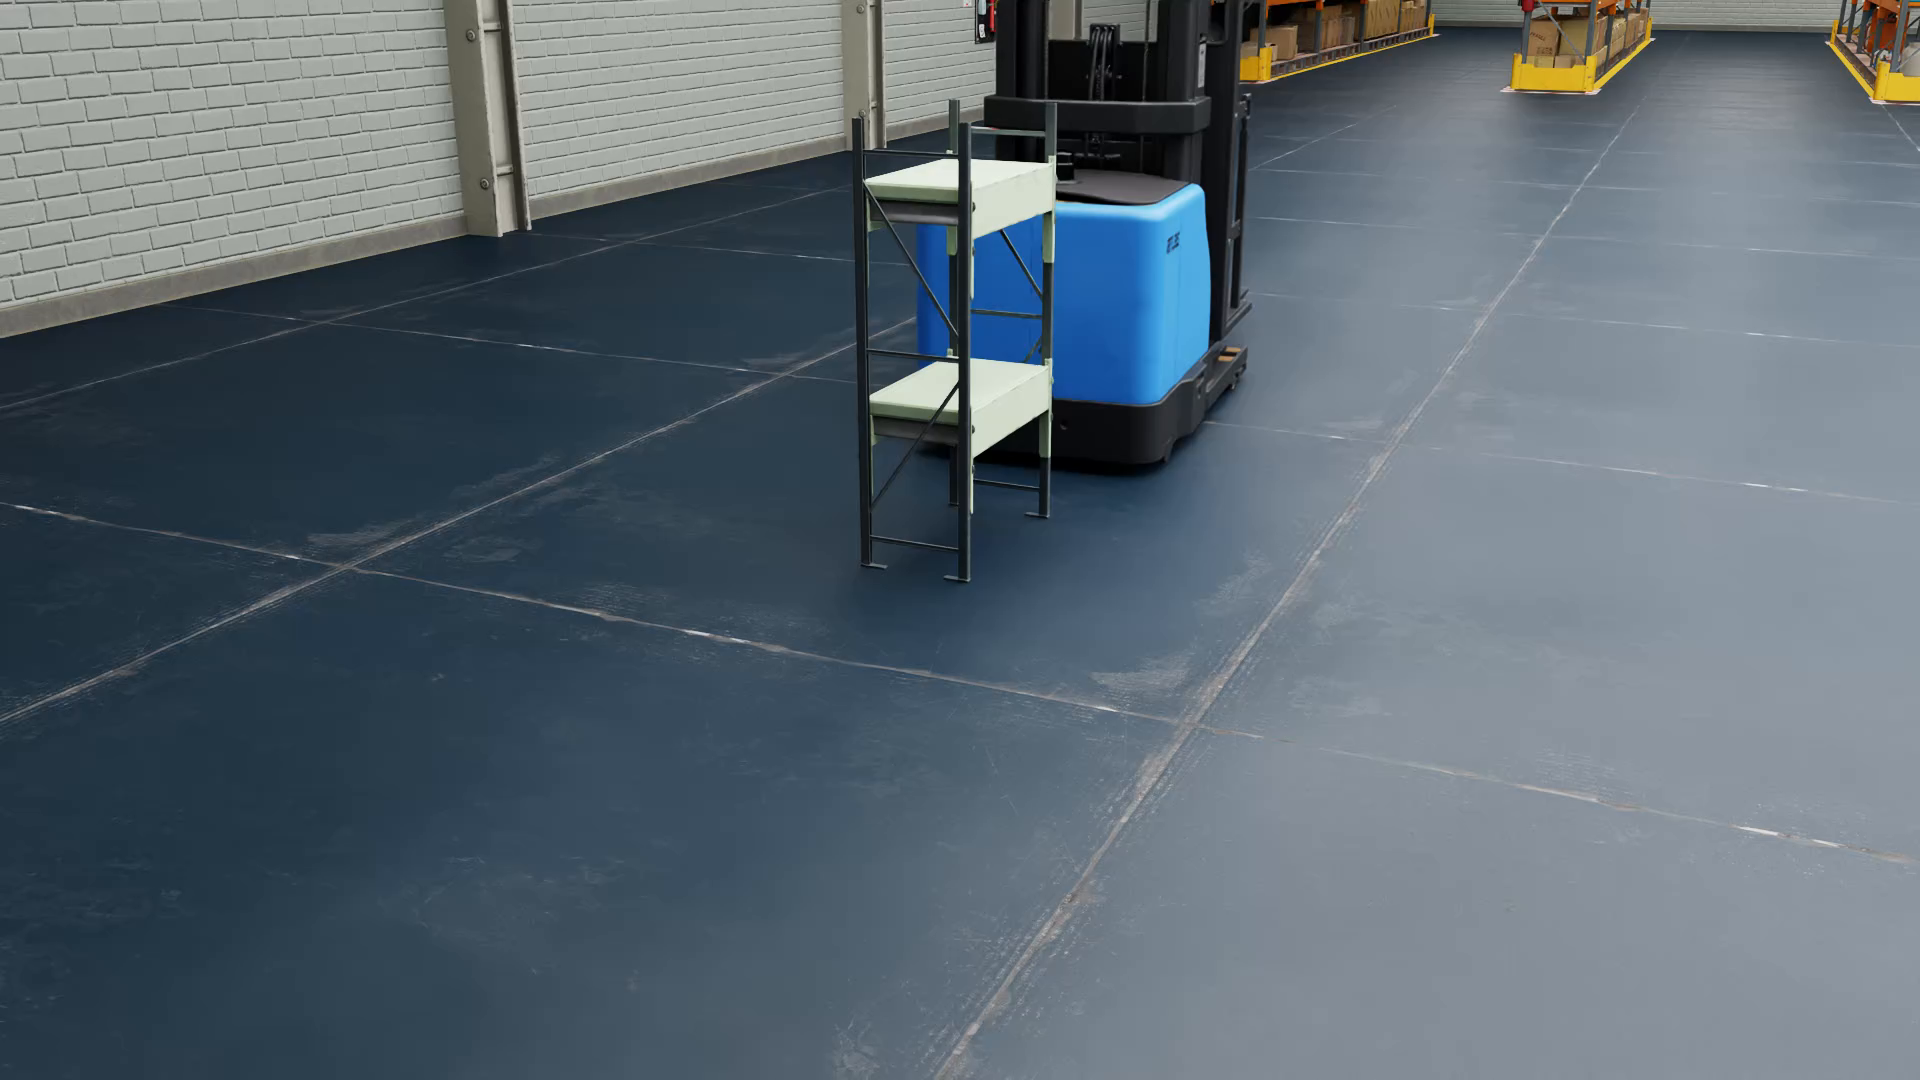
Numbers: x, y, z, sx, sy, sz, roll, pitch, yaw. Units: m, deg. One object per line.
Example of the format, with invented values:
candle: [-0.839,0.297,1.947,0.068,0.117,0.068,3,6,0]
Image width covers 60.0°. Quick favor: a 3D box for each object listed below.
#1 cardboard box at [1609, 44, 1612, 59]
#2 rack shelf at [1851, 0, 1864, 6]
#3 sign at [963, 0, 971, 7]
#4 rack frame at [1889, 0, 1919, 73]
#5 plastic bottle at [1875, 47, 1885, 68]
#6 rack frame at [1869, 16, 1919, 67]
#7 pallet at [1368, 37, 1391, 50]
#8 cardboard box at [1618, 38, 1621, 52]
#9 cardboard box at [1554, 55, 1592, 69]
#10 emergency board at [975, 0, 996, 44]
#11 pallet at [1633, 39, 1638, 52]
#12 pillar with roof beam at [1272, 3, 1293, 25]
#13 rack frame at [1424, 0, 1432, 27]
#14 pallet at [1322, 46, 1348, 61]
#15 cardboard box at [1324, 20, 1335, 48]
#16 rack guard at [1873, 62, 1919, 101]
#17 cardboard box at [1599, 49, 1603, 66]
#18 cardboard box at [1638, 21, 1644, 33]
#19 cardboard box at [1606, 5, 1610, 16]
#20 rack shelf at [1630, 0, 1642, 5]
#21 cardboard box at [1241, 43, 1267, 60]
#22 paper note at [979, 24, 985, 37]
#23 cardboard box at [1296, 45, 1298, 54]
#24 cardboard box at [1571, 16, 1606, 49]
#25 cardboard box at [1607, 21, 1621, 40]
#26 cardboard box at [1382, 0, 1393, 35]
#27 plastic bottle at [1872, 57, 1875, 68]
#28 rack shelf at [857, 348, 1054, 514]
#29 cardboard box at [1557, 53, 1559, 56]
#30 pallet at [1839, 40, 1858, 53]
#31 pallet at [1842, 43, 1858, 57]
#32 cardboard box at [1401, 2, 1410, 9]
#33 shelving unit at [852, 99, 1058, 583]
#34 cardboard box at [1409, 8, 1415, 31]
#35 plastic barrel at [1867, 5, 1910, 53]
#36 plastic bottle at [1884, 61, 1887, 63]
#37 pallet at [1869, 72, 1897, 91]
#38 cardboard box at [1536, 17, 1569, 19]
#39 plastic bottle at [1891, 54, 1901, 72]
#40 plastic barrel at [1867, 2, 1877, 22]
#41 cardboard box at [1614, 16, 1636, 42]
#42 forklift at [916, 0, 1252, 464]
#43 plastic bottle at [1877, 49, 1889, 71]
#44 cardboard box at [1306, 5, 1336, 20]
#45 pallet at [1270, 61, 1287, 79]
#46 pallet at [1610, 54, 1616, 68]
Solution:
cardboard box: [10.963,-8.433,28.682,0.500,0.250,0.500,8,21,21]
rack shelf: [17.546,-10.256,31.405,1.077,0.370,4.000,9,21,23]
sign: [0.086,-6.508,19.738,0.001,0.329,0.234,9,21,23]
rack frame: [13.451,-7.538,22.688,1.000,3.000,0.127,9,21,23]
plastic bottle: [14.303,-7.473,25.801,0.144,0.351,0.185,8,21,20]
rack frame: [15.089,-8.761,26.127,1.000,3.000,0.127,9,21,23]
pallet: [8.582,-10.631,35.548,1.003,0.211,1.213,9,21,23]
cardboard box: [11.800,-9.061,30.448,0.500,0.250,0.500,9,22,24]
cardboard box: [9.356,-7.255,25.368,0.500,0.250,0.500,9,21,23]
emergency board: [0.407,-6.646,20.179,0.194,1.169,0.643,9,21,23]
pallet: [13.549,-10.319,34.671,1.003,0.211,1.213,9,21,23]
pillar with roof beam: [10.295,-13.300,29.937,9.100,9.000,0.400,9,21,23]
rack frame: [10.965,-13.789,40.264,1.000,3.000,0.127,9,21,23]
pallet: [6.867,-9.419,32.139,1.003,0.211,1.213,9,21,23]
cardboard box: [6.749,-9.692,31.820,0.700,0.500,0.500,9,21,23]
rack guard: [13.440,-6.390,23.191,1.175,0.500,0.348,9,21,23]
cardboard box: [10.176,-7.866,27.087,0.500,0.250,0.500,9,21,23]
cardboard box: [15.072,-11.535,37.375,0.500,0.250,0.500,9,21,23]
cardboard box: [12.813,-10.697,33.524,0.500,0.250,0.500,8,21,22]
rack shelf: [13.029,-10.937,33.319,1.077,0.370,4.000,9,21,23]
cardboard box: [4.779,-8.037,27.448,0.500,0.311,0.500,6,20,17]
paper note: [0.271,-6.186,20.201,0.016,0.148,0.142,9,21,23]
cardboard box: [5.859,-8.825,29.879,0.380,0.166,0.250,6,20,16]
cardboard box: [10.165,-8.221,26.966,0.500,0.500,0.500,9,21,23]
cardboard box: [11.597,-9.171,29.918,0.500,0.311,0.500,9,22,24]
cardboard box: [8.818,-11.262,35.741,0.750,0.750,0.750,9,22,24]
plastic bottle: [14.517,-7.581,26.330,0.097,0.201,0.097,0,20,0]
rack shelf: [-0.003,-0.397,5.821,0.431,0.370,0.720,9,21,23]
cardboard box: [9.078,-7.480,26.002,0.500,0.250,0.500,9,21,23]
pallet: [18.631,-10.123,34.118,1.003,0.211,1.213,9,21,23]
pallet: [18.011,-9.662,32.823,1.003,0.211,1.213,9,21,23]
cardboard box: [10.034,-12.186,37.893,0.380,0.149,0.250,9,22,25]
shelving unit: [-0.003,-0.705,5.712,0.431,1.500,0.755,9,21,23]
cardboard box: [10.148,-12.110,38.648,0.700,0.500,0.500,9,22,24]
plastic barrel: [16.912,-9.311,30.285,0.600,0.830,0.708,9,21,23]
plastic bottle: [13.804,-7.049,24.831,0.097,0.201,0.097,0,20,0]
pallet: [14.278,-6.873,24.980,1.003,0.211,1.213,9,21,23]
cardboard box: [9.484,-8.140,26.738,0.500,0.500,0.500,9,21,23]
plastic bottle: [14.274,-7.295,25.412,0.152,0.276,0.135,9,21,23]
plastic barrel: [17.837,-10.035,32.215,0.600,0.901,0.708,9,21,23]
cardboard box: [13.285,-10.268,33.437,0.500,0.500,0.500,8,21,21]
forklift: [0.779,-2.141,7.614,1.130,2.935,3.031,7,21,18]
plastic bottle: [14.053,-7.286,25.276,0.144,0.351,0.185,10,22,25]
cardboard box: [6.945,-10.175,32.058,0.500,0.250,0.500,8,21,22]
pallet: [4.809,-7.850,27.728,1.003,0.211,1.213,9,21,23]
pallet: [11.336,-8.733,30.209,1.003,0.211,1.213,9,21,23]
